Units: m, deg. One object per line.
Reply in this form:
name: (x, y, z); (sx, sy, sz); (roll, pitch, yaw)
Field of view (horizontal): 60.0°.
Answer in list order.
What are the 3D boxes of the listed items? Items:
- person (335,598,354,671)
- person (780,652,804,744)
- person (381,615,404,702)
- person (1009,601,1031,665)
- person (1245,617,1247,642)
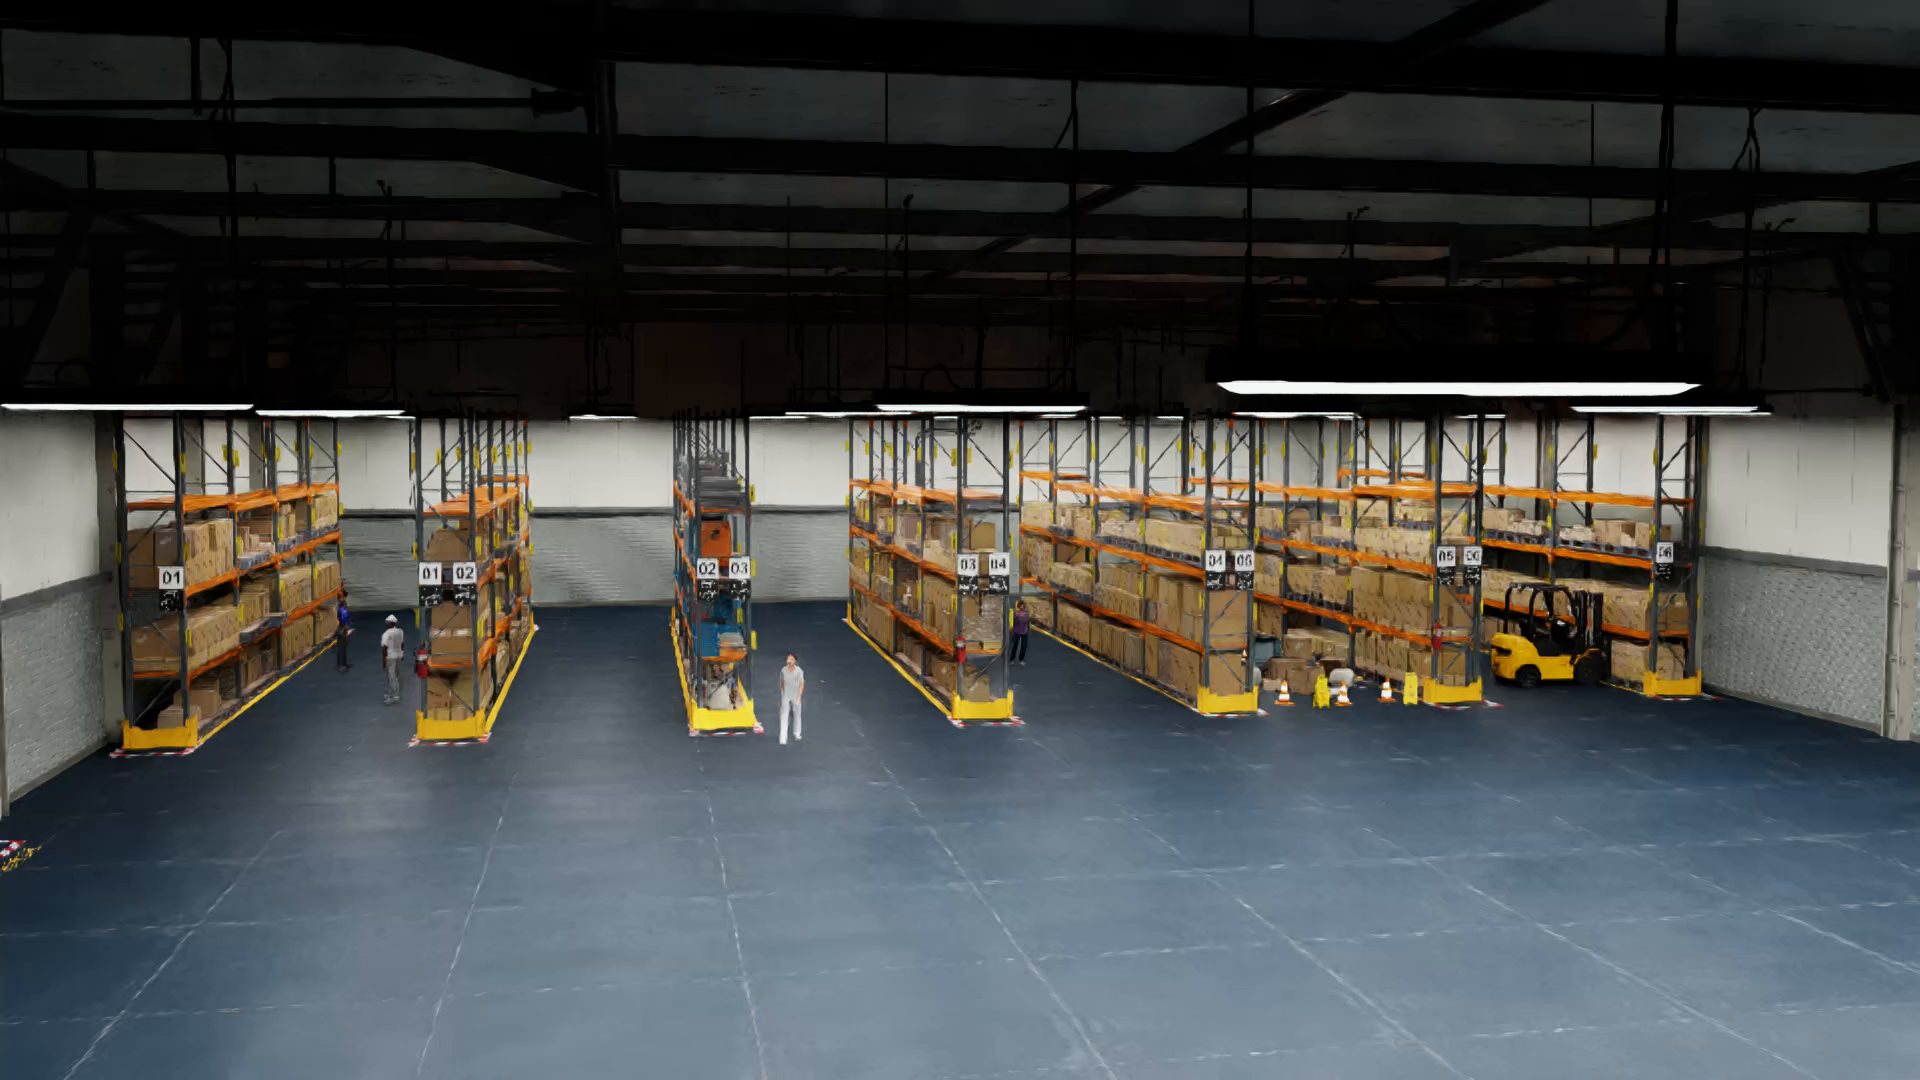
person: (-14.174, 2.155, 38.315); (0.443, 1.661, 0.545); (-3, 5, -34)
person: (-2.996, 2.794, 29.652); (0.446, 1.600, 1.006); (0, 4, -2)
person: (-11.652, 2.409, 34.058); (0.567, 1.764, 0.703); (1, 4, 18)
person: (1.397, 2.180, 39.109); (0.566, 1.541, 0.519); (-1, 4, -13)
person: (7.046, 1.831, 42.127); (0.581, 1.768, 0.640); (1, 4, 11)
